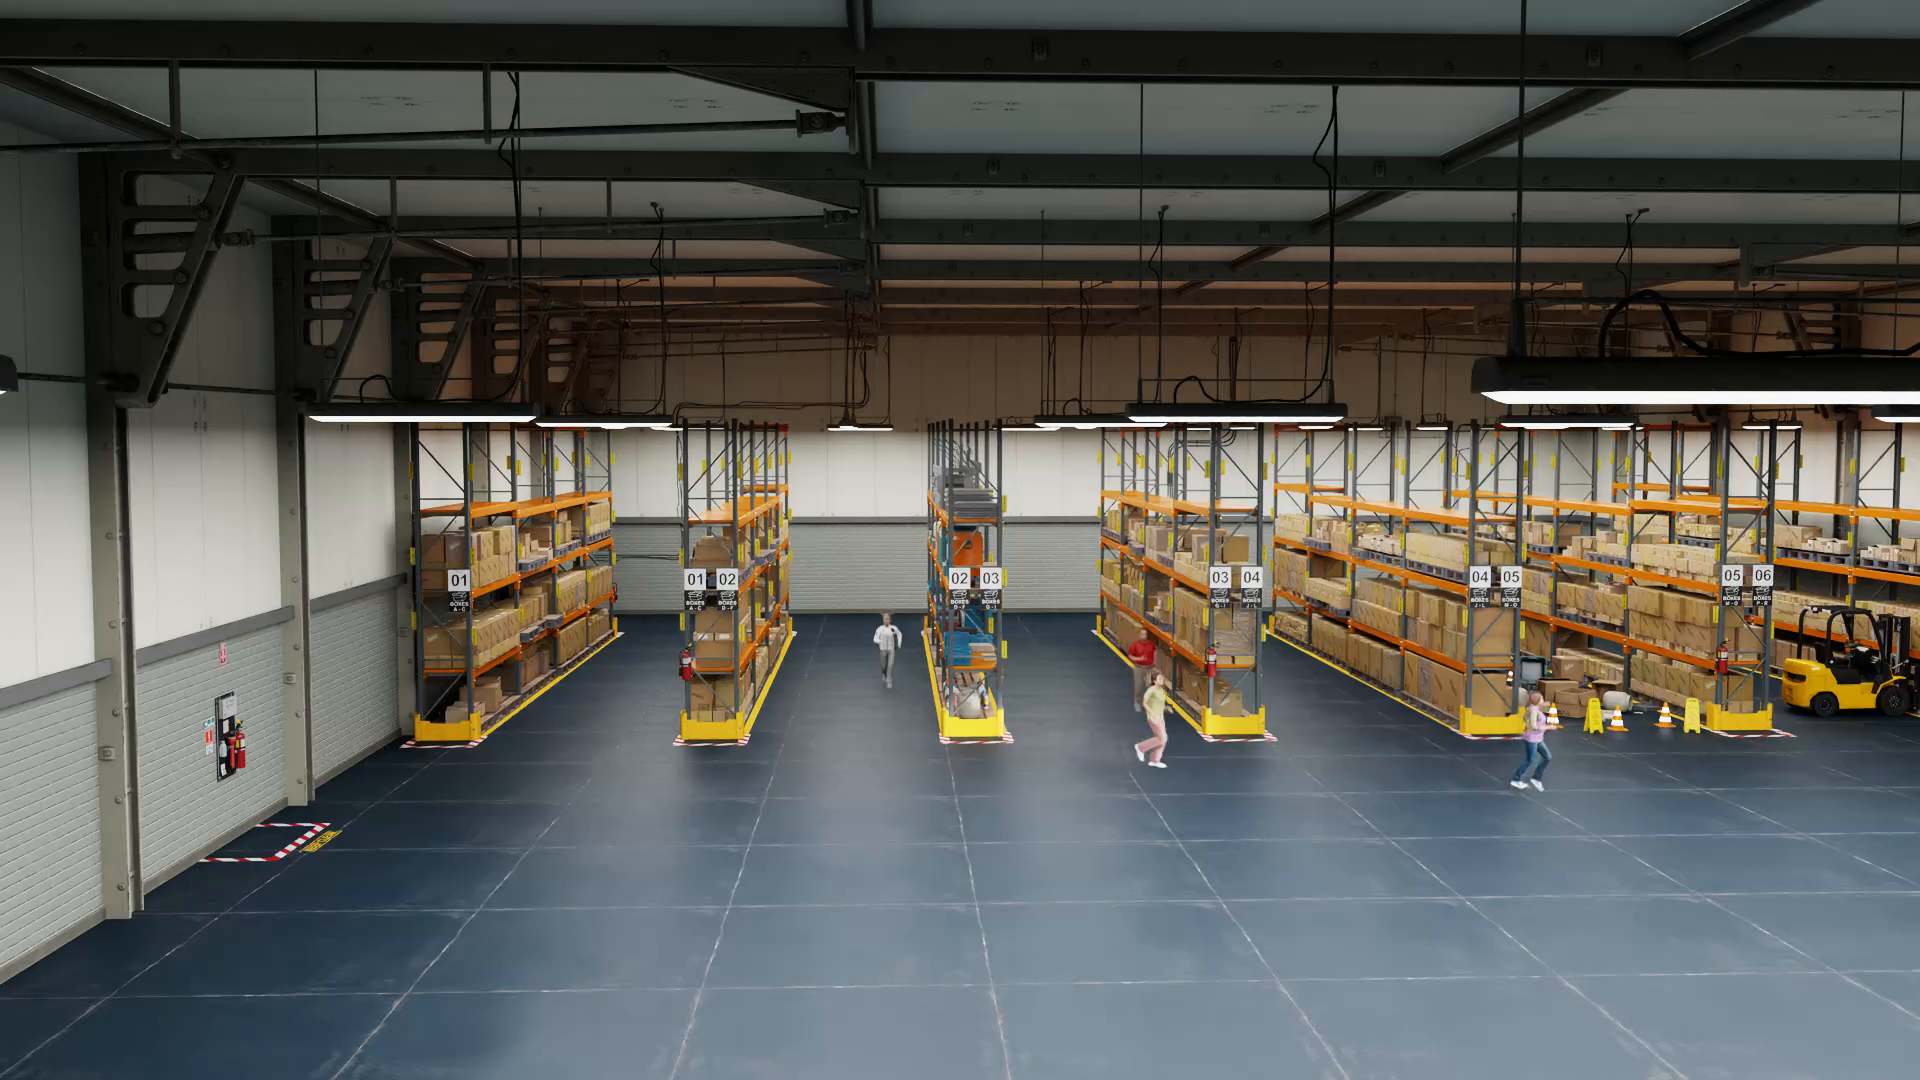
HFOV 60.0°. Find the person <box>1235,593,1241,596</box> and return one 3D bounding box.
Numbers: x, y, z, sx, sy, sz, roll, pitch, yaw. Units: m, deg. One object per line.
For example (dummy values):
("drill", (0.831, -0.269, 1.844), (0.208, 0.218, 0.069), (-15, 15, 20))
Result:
("person", (7.657, 1.841, 47.429), (0.720, 1.692, 0.714), (3, 5, 37))

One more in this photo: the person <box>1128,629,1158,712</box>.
("person", (3.714, 2.692, 33.754), (0.639, 1.783, 0.870), (0, 4, -5))

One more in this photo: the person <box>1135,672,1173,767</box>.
("person", (3.350, 3.081, 28.630), (0.585, 1.639, 0.574), (2, 4, 29))

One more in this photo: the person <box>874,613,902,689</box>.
("person", (-1.620, 2.467, 37.331), (0.627, 1.624, 1.046), (0, 4, -2))

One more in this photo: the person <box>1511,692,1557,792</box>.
("person", (9.191, 3.231, 26.579), (0.711, 1.625, 0.490), (2, 4, 30))
